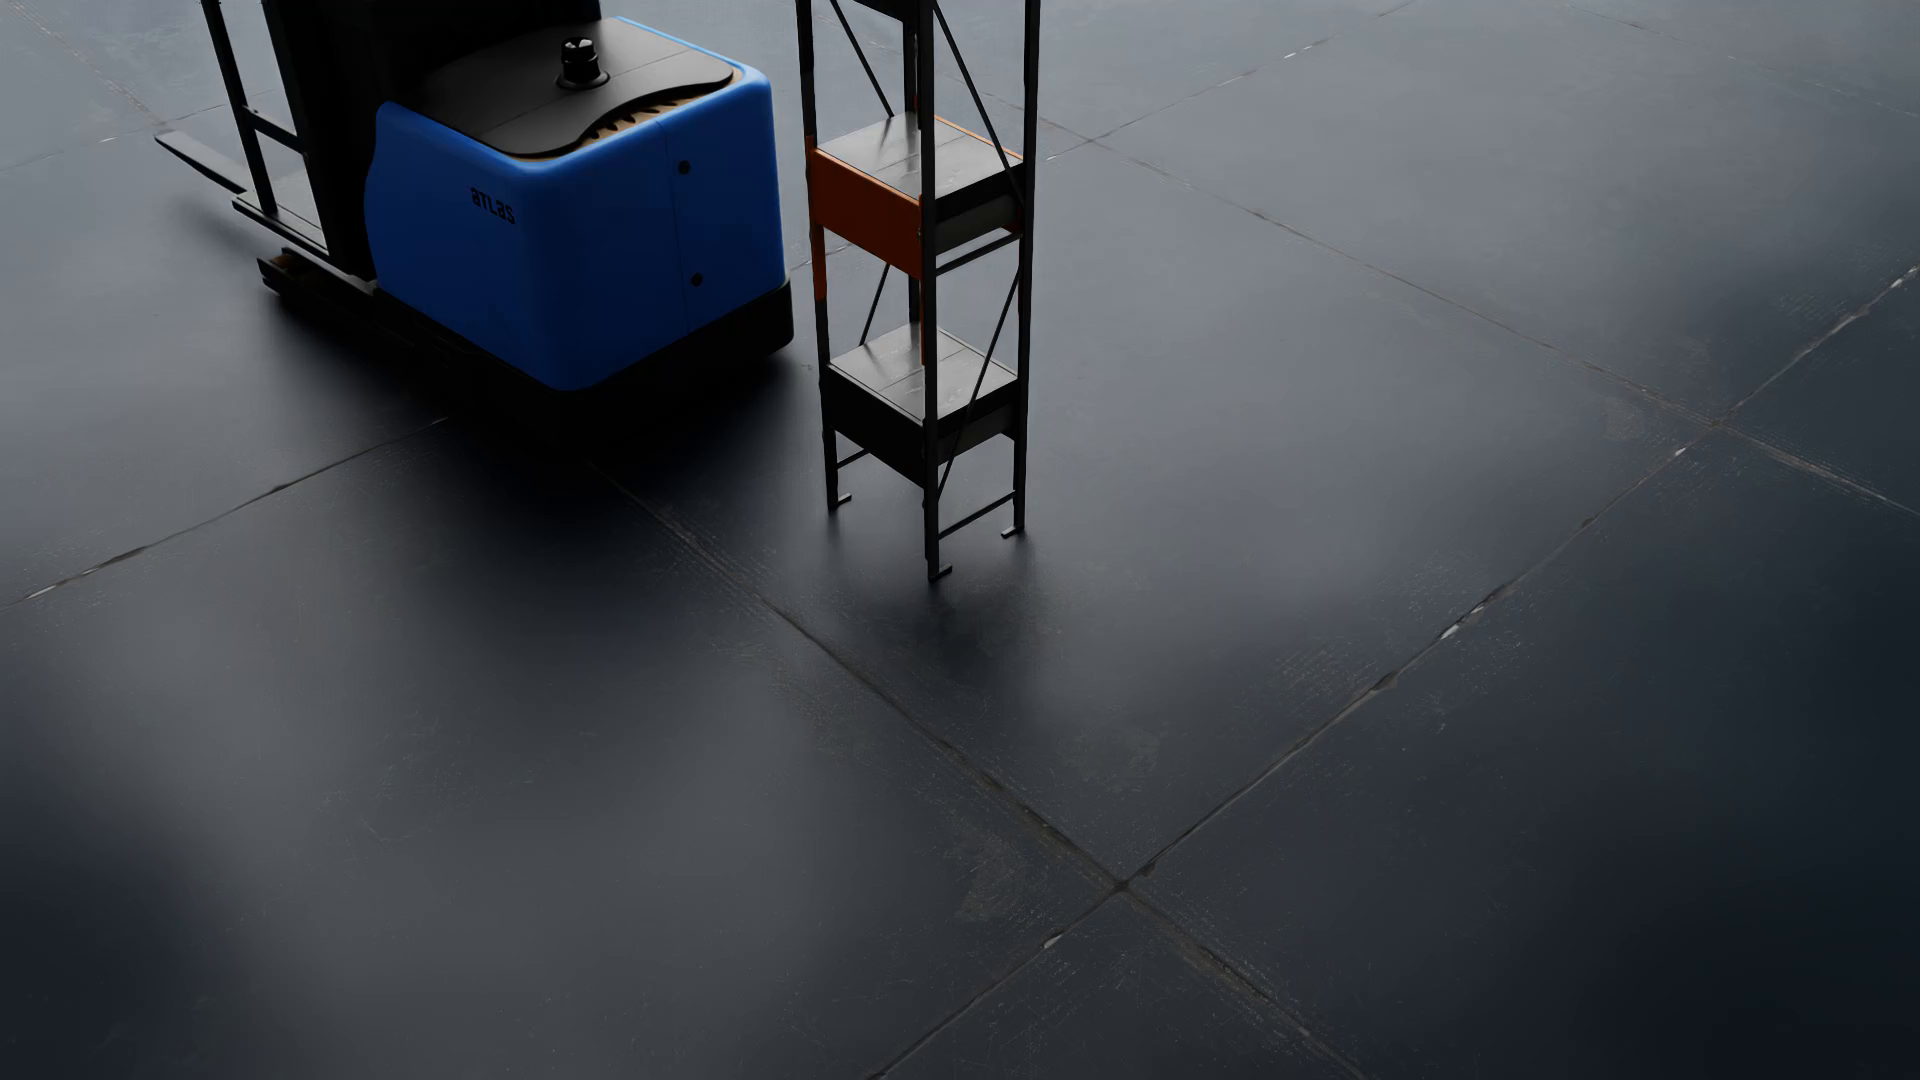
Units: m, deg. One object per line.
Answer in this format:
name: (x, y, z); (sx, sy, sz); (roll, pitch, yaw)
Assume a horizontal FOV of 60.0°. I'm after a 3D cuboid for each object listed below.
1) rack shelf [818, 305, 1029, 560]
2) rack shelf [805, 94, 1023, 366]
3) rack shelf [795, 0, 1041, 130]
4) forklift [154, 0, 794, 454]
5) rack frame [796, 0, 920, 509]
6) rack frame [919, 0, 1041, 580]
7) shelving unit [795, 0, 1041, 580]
rack shelf: (-0.112, -0.338, 5.134); (0.431, 0.518, 0.480); (-30, 48, -32)
rack shelf: (-0.112, -0.883, 4.694); (0.431, 0.518, 0.480); (-30, 48, -32)
rack shelf: (-0.112, -1.427, 4.254); (0.431, 0.518, 0.480); (-30, 48, -32)
forklift: (-2.046, -2.212, 5.656); (3.031, 2.935, 1.130); (29, 47, 31)
rack frame: (-0.277, -1.006, 4.825); (0.400, 2.100, 0.015); (-30, 48, -32)
rack frame: (0.053, -0.781, 4.545); (0.400, 2.100, 0.015); (-30, 48, -32)
shelving unit: (-0.112, -0.893, 4.685); (0.431, 2.100, 0.503); (-30, 48, -32)
